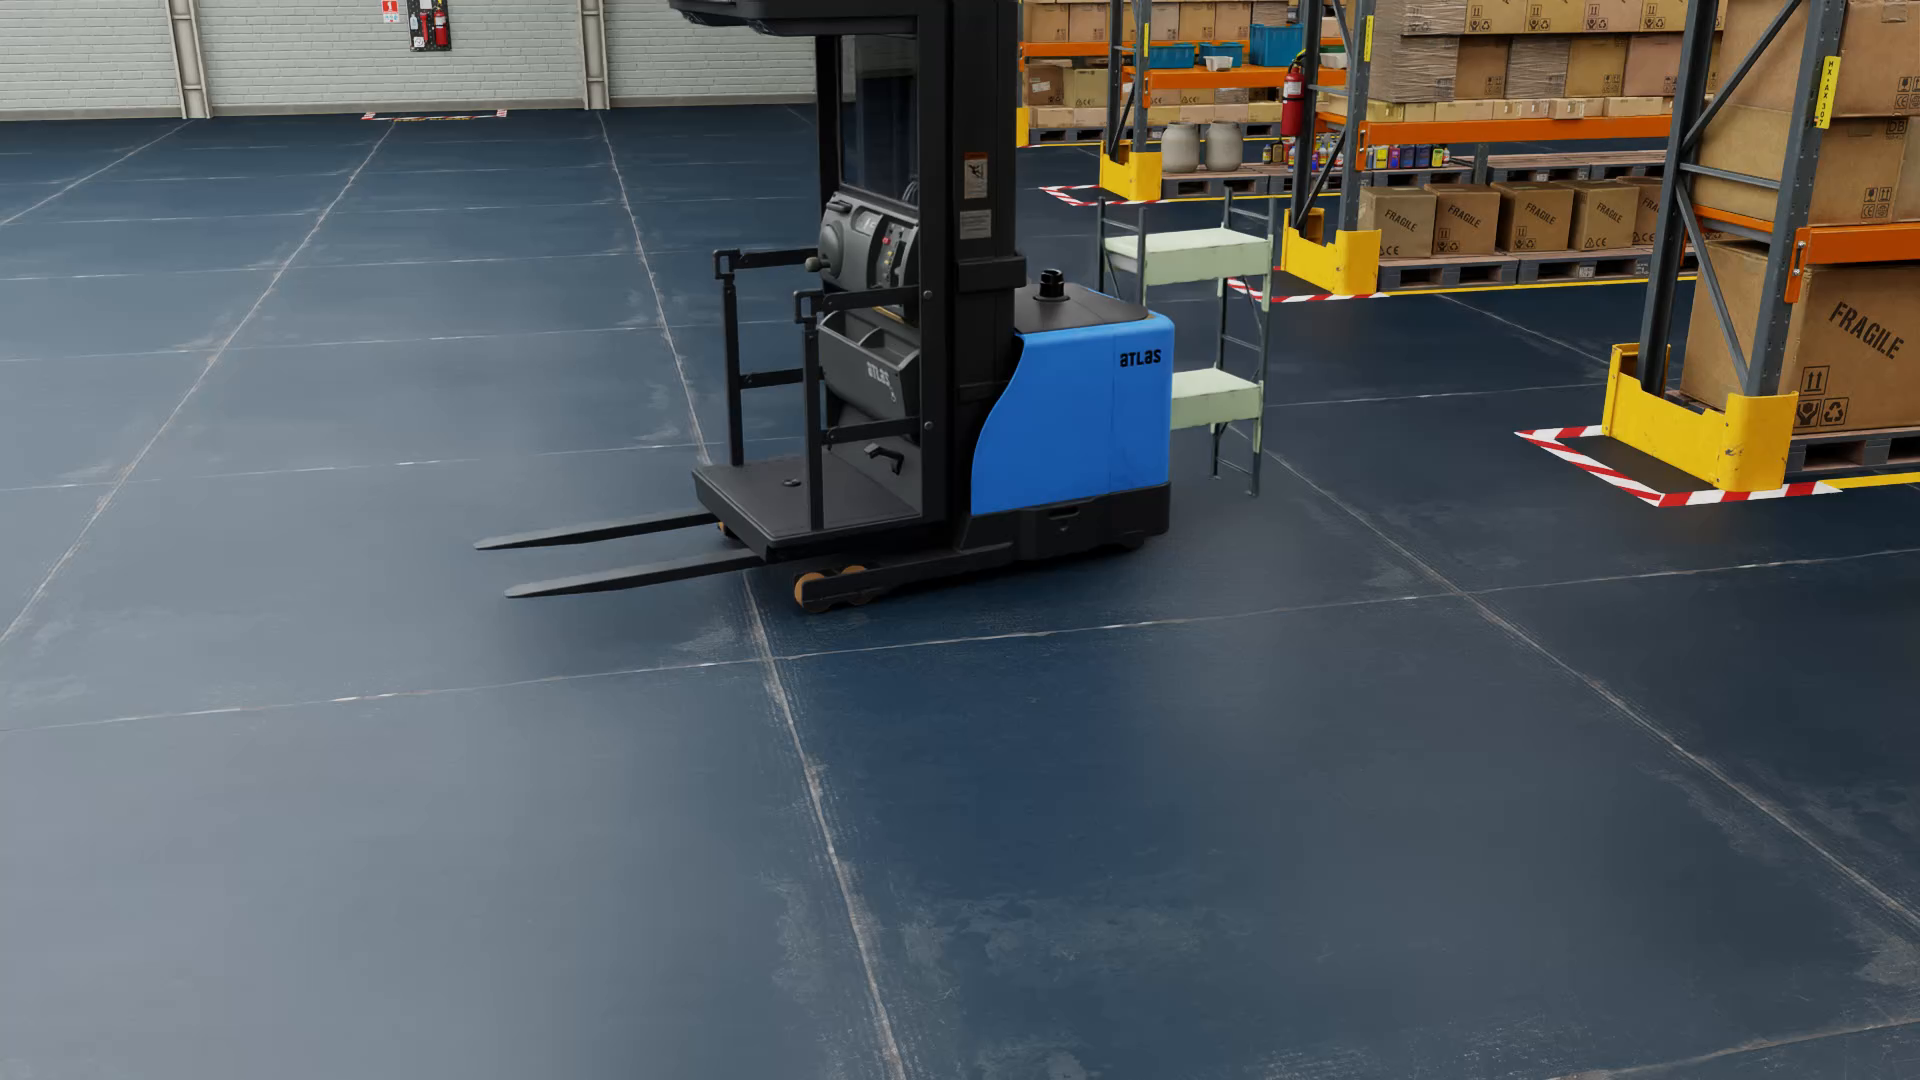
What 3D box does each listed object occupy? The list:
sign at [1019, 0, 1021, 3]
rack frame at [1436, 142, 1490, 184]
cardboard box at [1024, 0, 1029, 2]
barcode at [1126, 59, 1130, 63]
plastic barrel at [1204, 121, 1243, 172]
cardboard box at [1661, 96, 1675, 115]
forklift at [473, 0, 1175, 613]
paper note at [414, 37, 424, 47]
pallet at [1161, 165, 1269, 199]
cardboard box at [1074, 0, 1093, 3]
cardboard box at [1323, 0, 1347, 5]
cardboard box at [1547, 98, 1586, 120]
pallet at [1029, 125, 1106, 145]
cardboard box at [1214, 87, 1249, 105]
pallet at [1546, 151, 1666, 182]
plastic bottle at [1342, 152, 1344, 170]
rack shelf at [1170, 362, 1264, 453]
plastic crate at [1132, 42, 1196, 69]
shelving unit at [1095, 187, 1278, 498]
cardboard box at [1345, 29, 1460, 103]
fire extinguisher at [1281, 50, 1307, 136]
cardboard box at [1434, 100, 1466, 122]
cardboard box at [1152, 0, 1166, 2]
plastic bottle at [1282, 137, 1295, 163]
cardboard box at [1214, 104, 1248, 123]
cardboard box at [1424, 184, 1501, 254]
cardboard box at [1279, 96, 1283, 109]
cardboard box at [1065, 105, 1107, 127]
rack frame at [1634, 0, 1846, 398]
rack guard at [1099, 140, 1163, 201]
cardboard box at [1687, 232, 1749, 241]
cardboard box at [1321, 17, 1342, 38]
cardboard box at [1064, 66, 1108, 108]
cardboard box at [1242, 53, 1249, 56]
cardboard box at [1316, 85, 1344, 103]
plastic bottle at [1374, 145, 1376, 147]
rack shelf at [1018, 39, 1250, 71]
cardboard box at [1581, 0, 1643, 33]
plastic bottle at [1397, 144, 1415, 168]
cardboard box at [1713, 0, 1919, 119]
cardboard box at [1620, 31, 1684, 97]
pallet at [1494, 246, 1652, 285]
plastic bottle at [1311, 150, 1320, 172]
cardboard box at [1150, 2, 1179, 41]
[{"bbox_3d":[0.773,-7.098,21.456,0.005,0.325,0.100,-5,21,-12],"label":"sign"},{"bbox_3d":[5.680,-5.499,18.464,0.127,3.000,1.000,-5,21,-12],"label":"rack frame"},{"bbox_3d":[0.979,-7.286,22.255,0.250,0.149,0.380,-5,21,-13],"label":"cardboard box"},{"bbox_3d":[2.820,-8.035,27.919,0.075,0.075,0.001,-5,21,-12],"label":"barcode"},{"bbox_3d":[2.898,-4.328,18.276,0.421,0.512,0.421,0,20,0],"label":"plastic barrel"},{"bbox_3d":[5.684,-3.558,13.533,0.250,0.149,0.380,-5,21,-12],"label":"cardboard box"},{"bbox_3d":[-0.580,-1.277,7.040,3.031,2.935,1.130,-10,22,-25],"label":"forklift"},{"bbox_3d":[-8.451,-7.781,25.975,0.142,0.148,0.016,-5,21,-12],"label":"paper note"},{"bbox_3d":[2.642,-3.957,18.310,1.213,0.211,1.003,-5,21,-12],"label":"pallet"},{"bbox_3d":[1.582,-7.192,21.998,0.250,0.149,0.380,-5,21,-12],"label":"cardboard box"},{"bbox_3d":[6.300,-9.291,28.032,0.500,0.500,0.700,-7,21,-18],"label":"cardboard box"},{"bbox_3d":[4.741,-3.435,13.196,0.250,0.149,0.380,-5,21,-12],"label":"cardboard box"},{"bbox_3d":[1.386,-5.606,22.810,1.213,0.211,1.003,-5,21,-12],"label":"pallet"},{"bbox_3d":[3.654,-6.270,22.866,0.500,0.500,0.500,-5,21,-12],"label":"cardboard box"},{"bbox_3d":[7.625,-4.362,19.416,1.213,0.211,1.003,-5,21,-12],"label":"pallet"},{"bbox_3d":[4.252,-4.198,18.240,0.097,0.271,0.097,0,20,0],"label":"plastic bottle"},{"bbox_3d":[1.083,-0.619,8.272,0.720,0.370,0.431,-10,22,-25],"label":"rack shelf"},{"bbox_3d":[2.206,-5.252,18.007,0.616,0.251,0.499,-5,21,-12],"label":"plastic crate"},{"bbox_3d":[1.083,-0.925,8.160,0.755,1.500,0.431,-10,22,-25],"label":"shelving unit"},{"bbox_3d":[3.469,-3.745,13.099,0.500,0.500,0.875,-5,21,-12],"label":"cardboard box"},{"bbox_3d":[2.710,-3.633,13.484,0.183,0.674,0.296,-5,21,-12],"label":"fire extinguisher"},{"bbox_3d":[3.754,-3.377,13.038,0.250,0.149,0.380,-5,21,-12],"label":"cardboard box"},{"bbox_3d":[2.579,-7.272,22.218,0.250,0.149,0.380,-4,21,-12],"label":"cardboard box"},{"bbox_3d":[3.725,-4.412,18.820,0.135,0.276,0.152,-4,21,-12],"label":"plastic bottle"},{"bbox_3d":[3.654,-5.917,22.993,0.500,0.250,0.500,-5,21,-12],"label":"cardboard box"},{"bbox_3d":[4.113,-2.650,13.712,0.500,0.500,0.500,1,20,2],"label":"cardboard box"},{"bbox_3d":[4.881,-6.193,23.747,0.500,0.250,0.500,-5,21,-13],"label":"cardboard box"},{"bbox_3d":[1.710,-5.755,22.552,0.500,0.250,0.500,-5,21,-12],"label":"cardboard box"},{"bbox_3d":[3.970,-1.856,8.520,0.127,3.000,1.000,-5,21,-12],"label":"rack frame"},{"bbox_3d":[1.851,-4.030,18.089,0.348,0.500,1.175,-5,21,-12],"label":"rack guard"},{"bbox_3d":[6.421,-2.846,14.246,0.500,0.500,0.500,-5,21,-14],"label":"cardboard box"},{"bbox_3d":[5.013,-7.140,23.163,0.500,0.250,0.500,-3,20,-9],"label":"cardboard box"},{"bbox_3d":[1.710,-6.107,22.421,0.500,0.500,0.500,-5,21,-12],"label":"cardboard box"},{"bbox_3d":[4.541,-8.300,28.015,0.500,0.250,0.500,-5,21,-14],"label":"cardboard box"},{"bbox_3d":[5.003,-6.276,23.157,0.500,0.311,0.500,-5,21,-12],"label":"cardboard box"},{"bbox_3d":[4.686,-4.447,18.921,0.097,0.271,0.097,0,20,0],"label":"plastic bottle"},{"bbox_3d":[2.598,-6.661,22.683,4.000,0.370,1.077,-5,21,-12],"label":"rack shelf"},{"bbox_3d":[4.985,-4.251,13.028,0.500,0.500,0.500,-5,21,-12],"label":"cardboard box"},{"bbox_3d":[4.933,-4.299,18.400,0.185,0.351,0.144,-6,21,-15],"label":"plastic bottle"},{"bbox_3d":[4.340,-2.450,8.353,0.550,0.550,0.875,-5,21,-12],"label":"cardboard box"},{"bbox_3d":[5.410,-3.911,13.553,0.500,0.500,0.875,-5,21,-12],"label":"cardboard box"},{"bbox_3d":[4.985,-2.369,13.974,1.213,0.211,1.003,-5,21,-12],"label":"pallet"},{"bbox_3d":[3.848,-4.164,18.131,0.133,0.283,0.061,-4,21,-12],"label":"plastic bottle"},{"bbox_3d":[2.614,-7.043,22.536,0.500,0.500,0.700,-4,21,-11],"label":"cardboard box"}]
